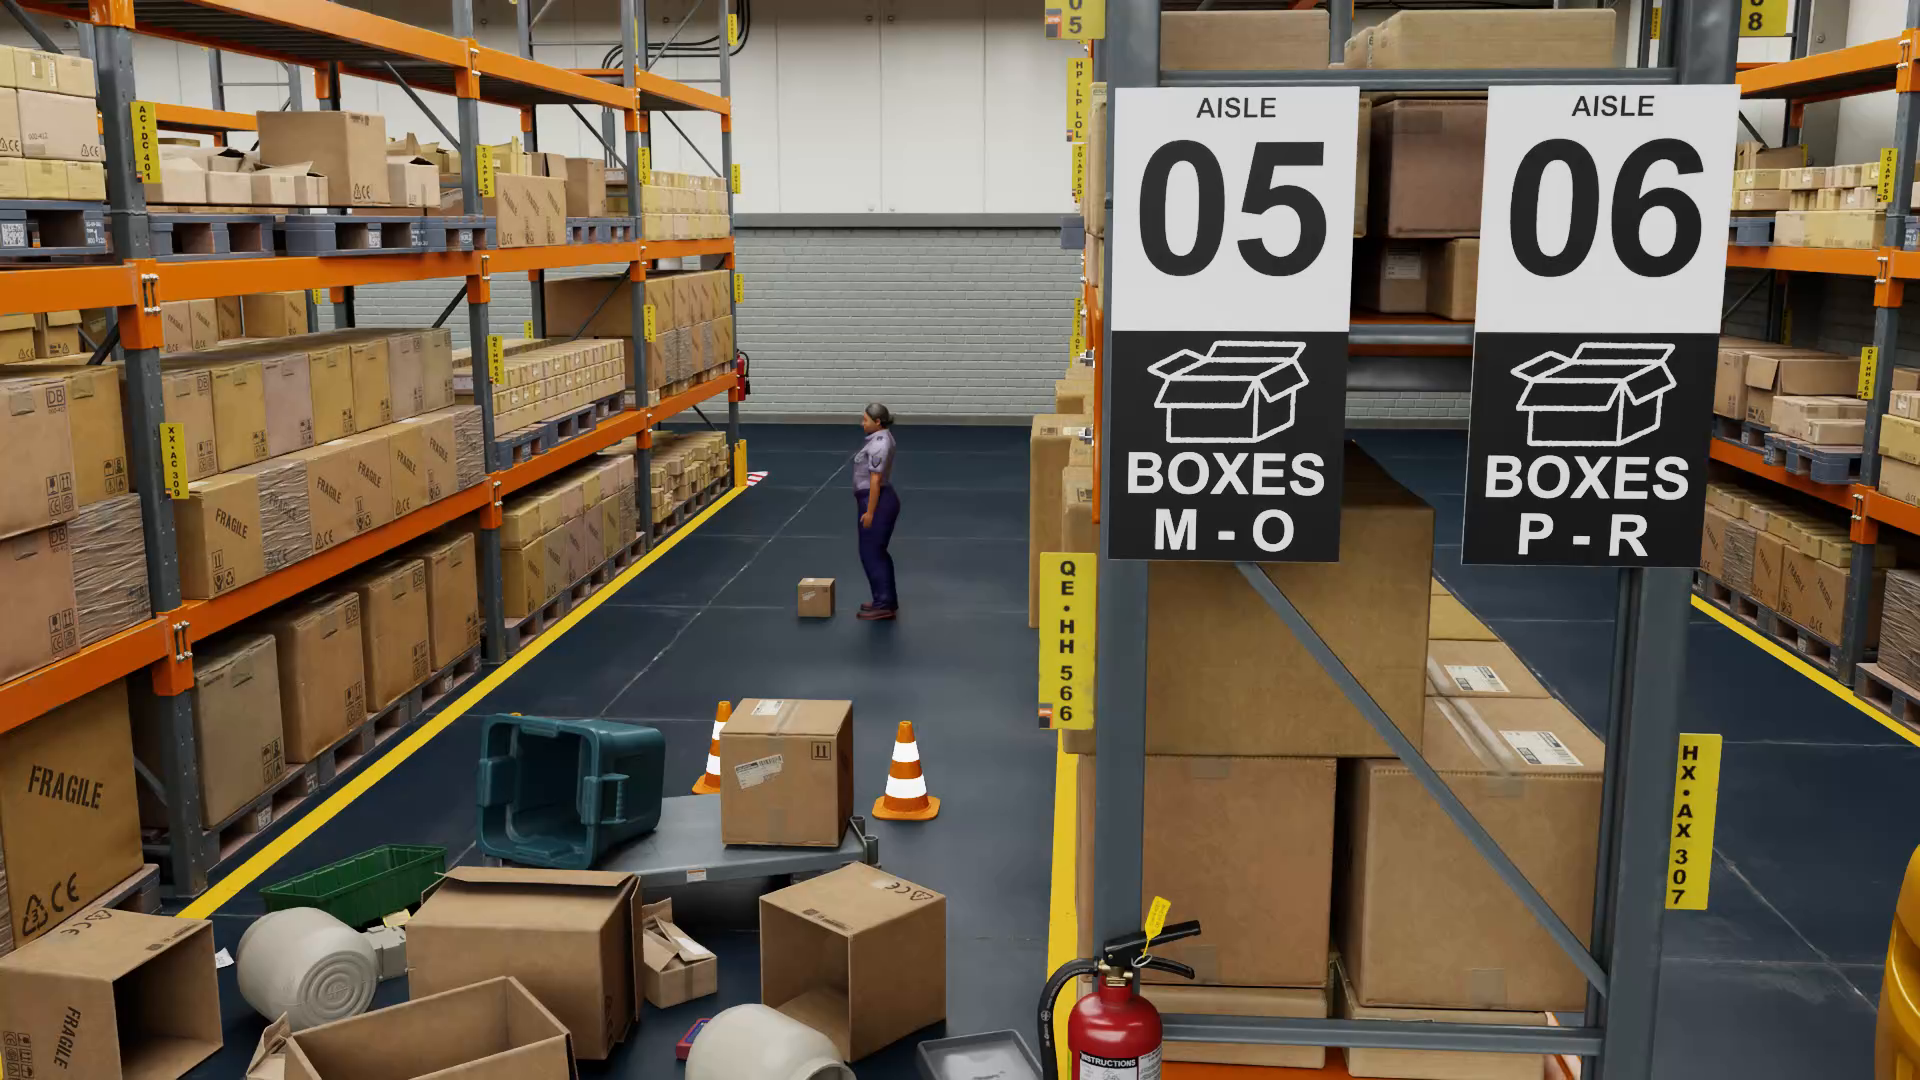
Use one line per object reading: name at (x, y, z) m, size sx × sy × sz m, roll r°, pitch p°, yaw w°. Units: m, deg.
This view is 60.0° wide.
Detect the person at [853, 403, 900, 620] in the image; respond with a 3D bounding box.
person at (-0.640, -0.226, 12.681) m, size 0.342 × 1.650 × 0.470 m, roll 1°, pitch 11°, yaw 5°
